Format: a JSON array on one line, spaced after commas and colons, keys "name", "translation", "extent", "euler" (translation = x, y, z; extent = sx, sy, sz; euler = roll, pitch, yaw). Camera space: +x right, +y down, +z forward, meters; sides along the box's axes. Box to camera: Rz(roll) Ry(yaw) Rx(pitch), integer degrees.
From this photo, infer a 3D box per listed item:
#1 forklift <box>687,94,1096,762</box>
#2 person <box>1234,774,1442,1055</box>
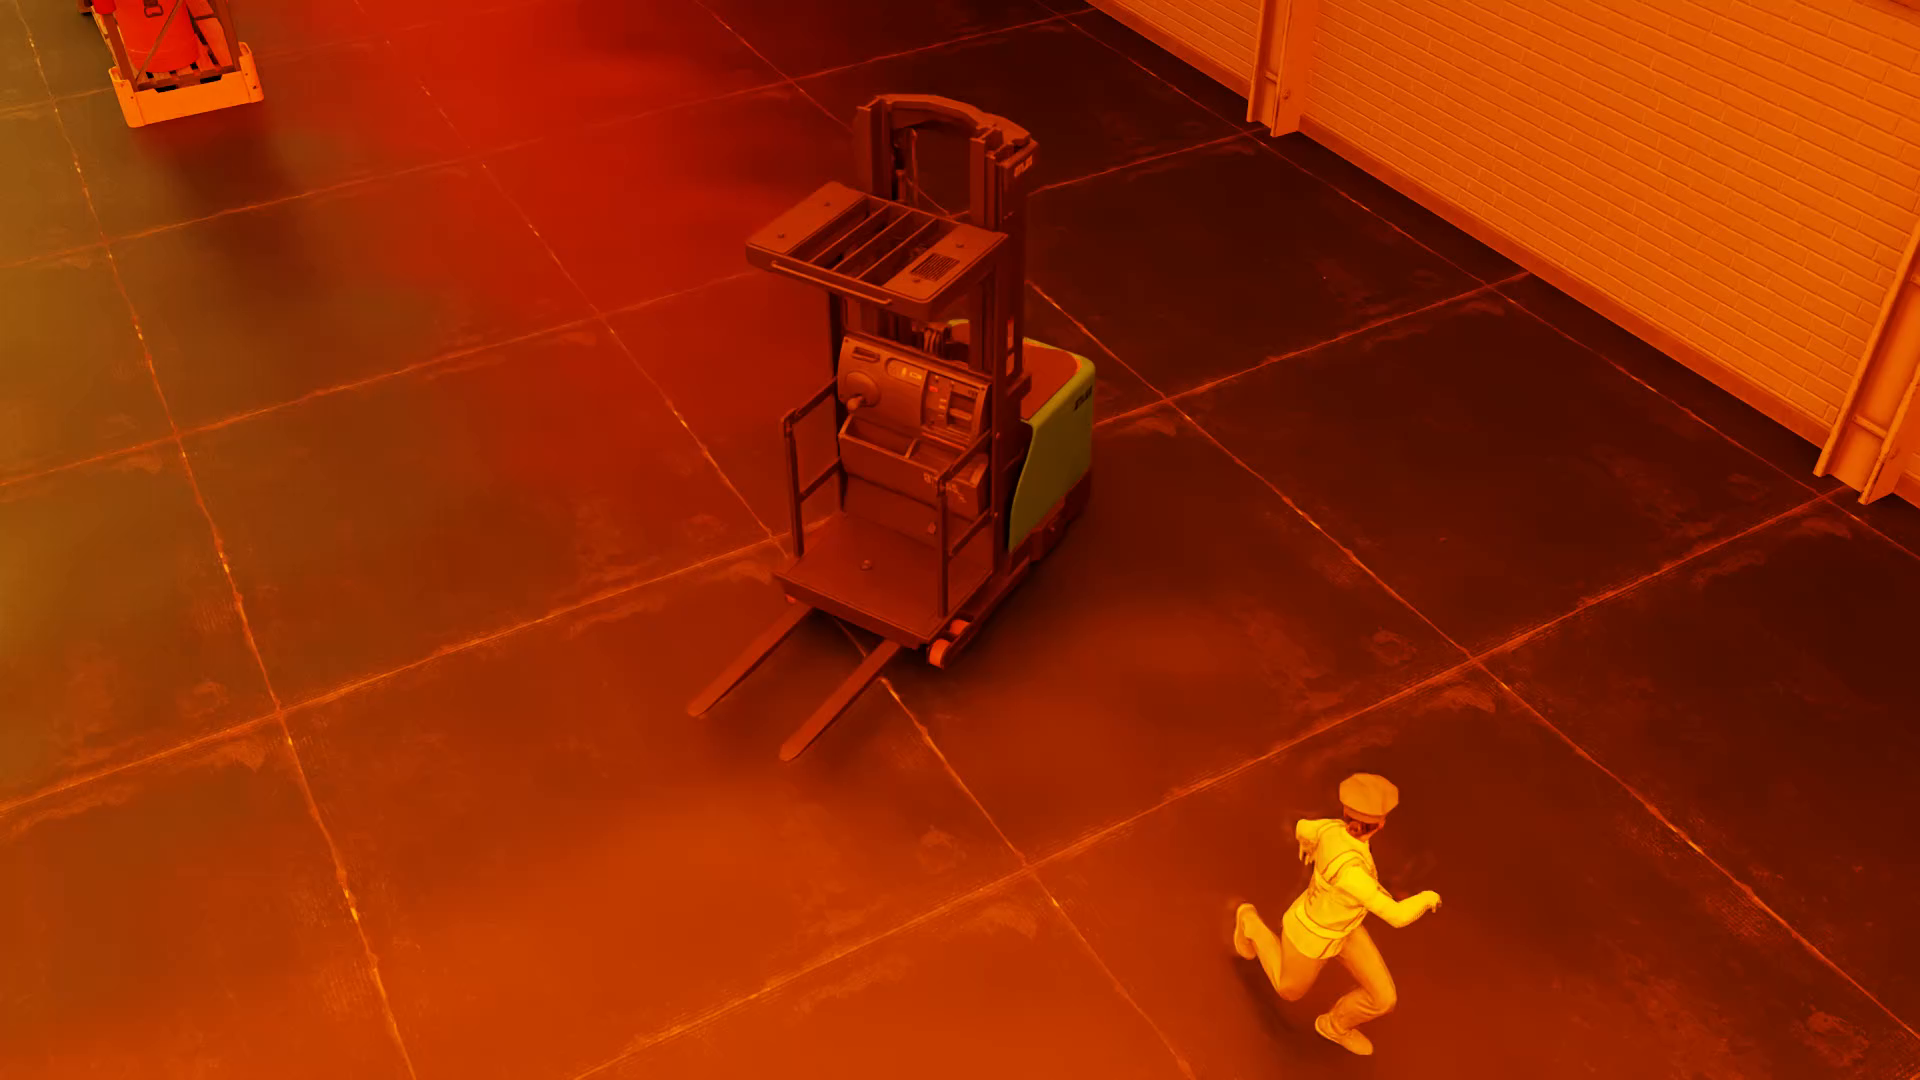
[{"name": "forklift", "translation": [-0.376, -0.743, 8.932], "extent": [1.130, 2.935, 3.031], "euler": [22, 44, 24]}, {"name": "person", "translation": [1.624, 1.595, 7.335], "extent": [0.868, 1.441, 0.591], "euler": [29, 48, 30]}]
